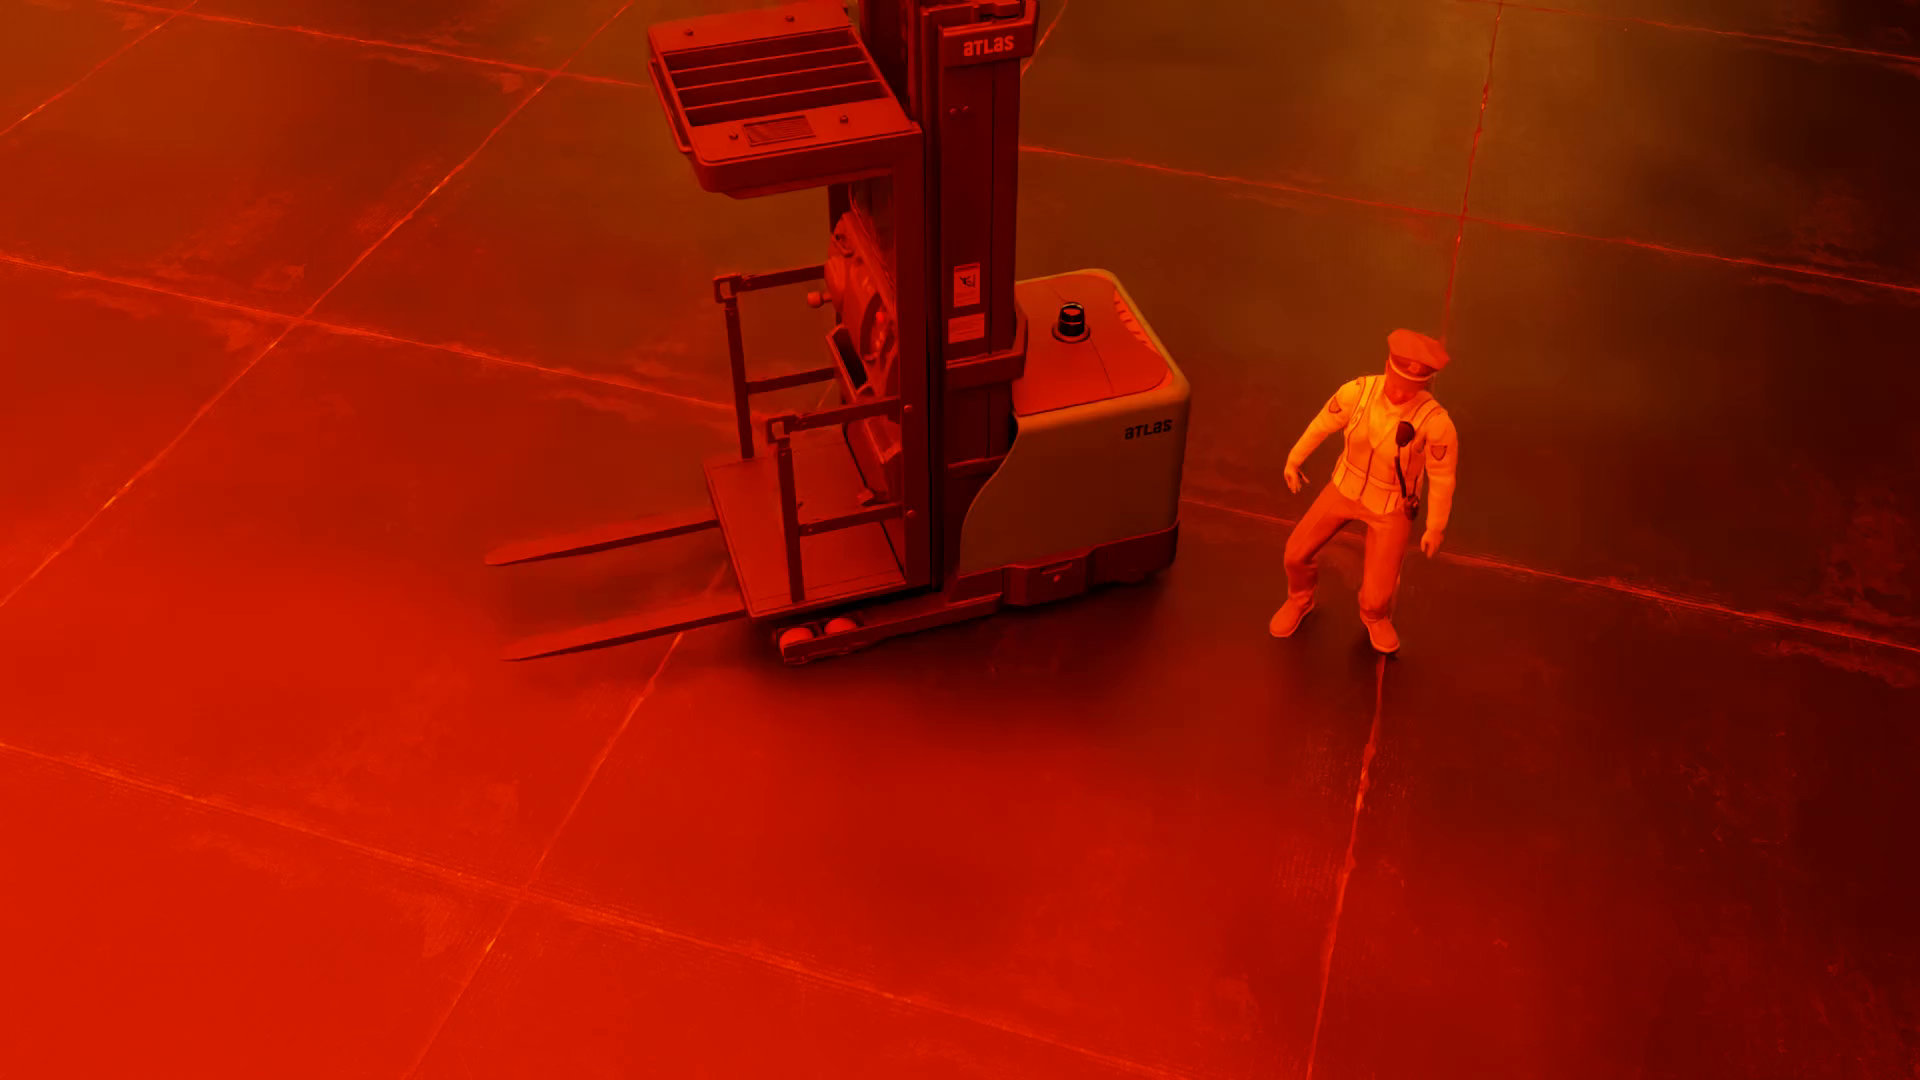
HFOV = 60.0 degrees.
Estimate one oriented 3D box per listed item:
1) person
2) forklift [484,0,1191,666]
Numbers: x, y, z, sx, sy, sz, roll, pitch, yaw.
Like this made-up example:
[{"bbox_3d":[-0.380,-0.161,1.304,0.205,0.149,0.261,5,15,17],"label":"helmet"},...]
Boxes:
[{"bbox_3d":[1.655,-0.174,6.864,0.716,1.620,0.397,32,52,30],"label":"person"},{"bbox_3d":[-0.585,-0.935,6.693,3.031,2.935,1.130,-12,44,-13],"label":"forklift"}]
